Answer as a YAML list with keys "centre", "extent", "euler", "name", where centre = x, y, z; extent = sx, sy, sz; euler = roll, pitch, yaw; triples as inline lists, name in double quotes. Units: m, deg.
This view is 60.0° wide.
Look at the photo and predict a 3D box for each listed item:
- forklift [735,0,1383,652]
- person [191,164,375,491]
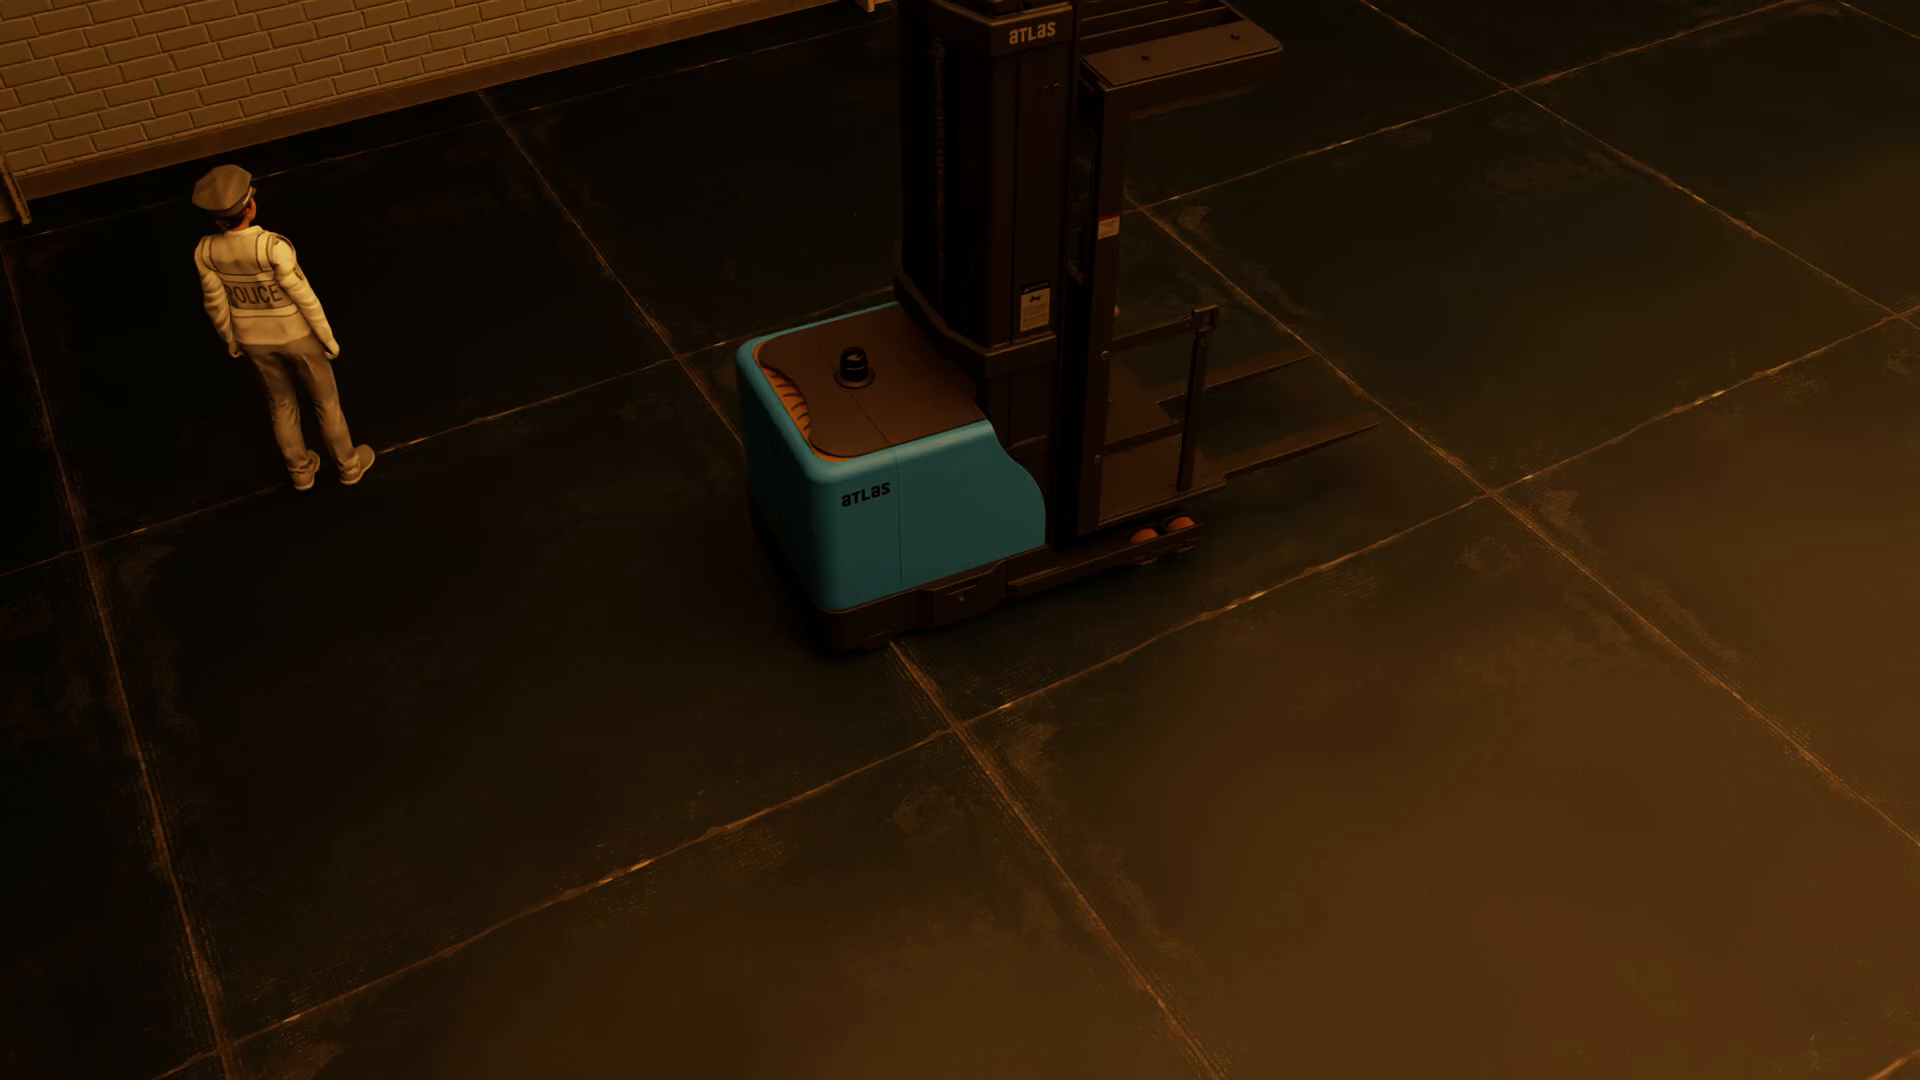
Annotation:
- centre: [0.568, -1.270, 7.067]
  extent: [3.031, 2.935, 1.130]
  euler: [-18, 46, -18]
  name: "forklift"
- centre: [-3.122, -0.947, 7.639]
  extent: [0.513, 1.687, 0.346]
  euler: [-1, 43, -1]
  name: "person"
